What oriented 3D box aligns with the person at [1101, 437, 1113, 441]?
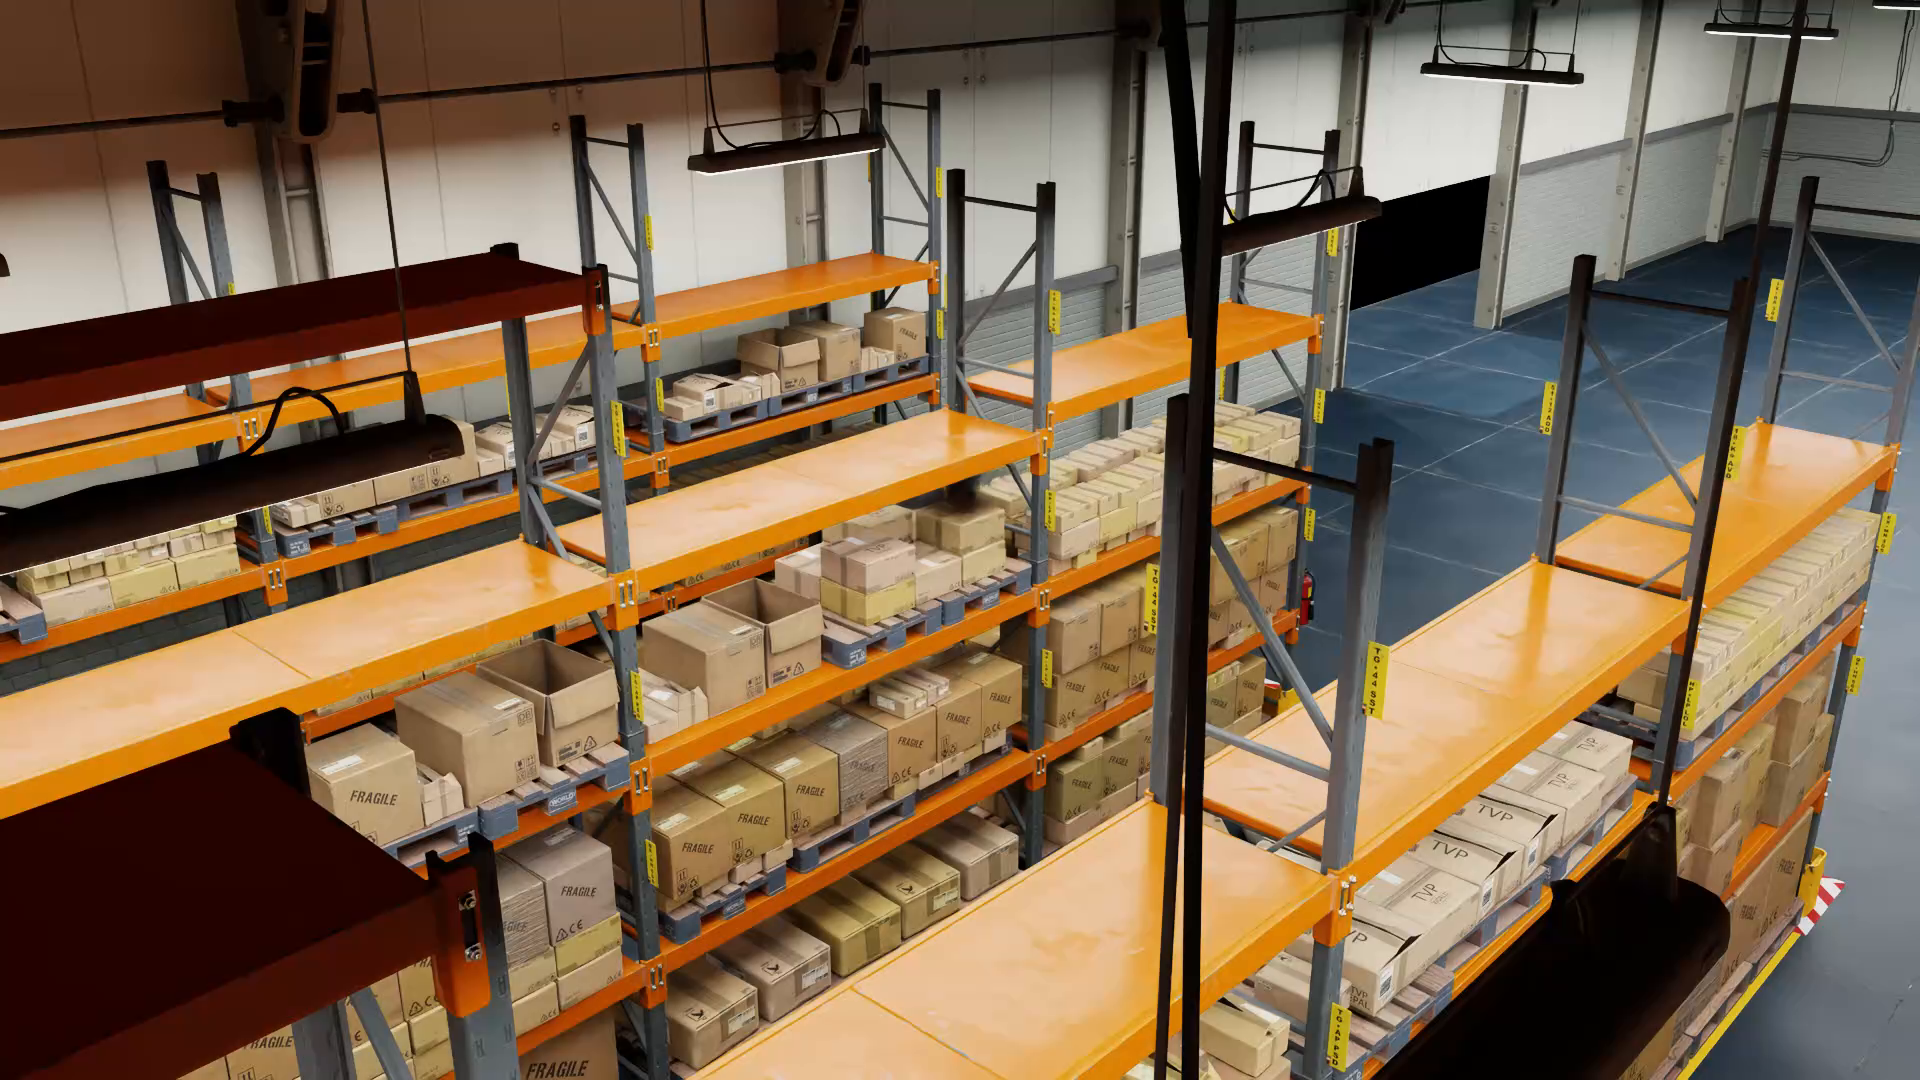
[{"bbox_3d":[1.808,-0.494,20.981,0.444,1.681,0.591,15,26,34],"label":"person"}]
